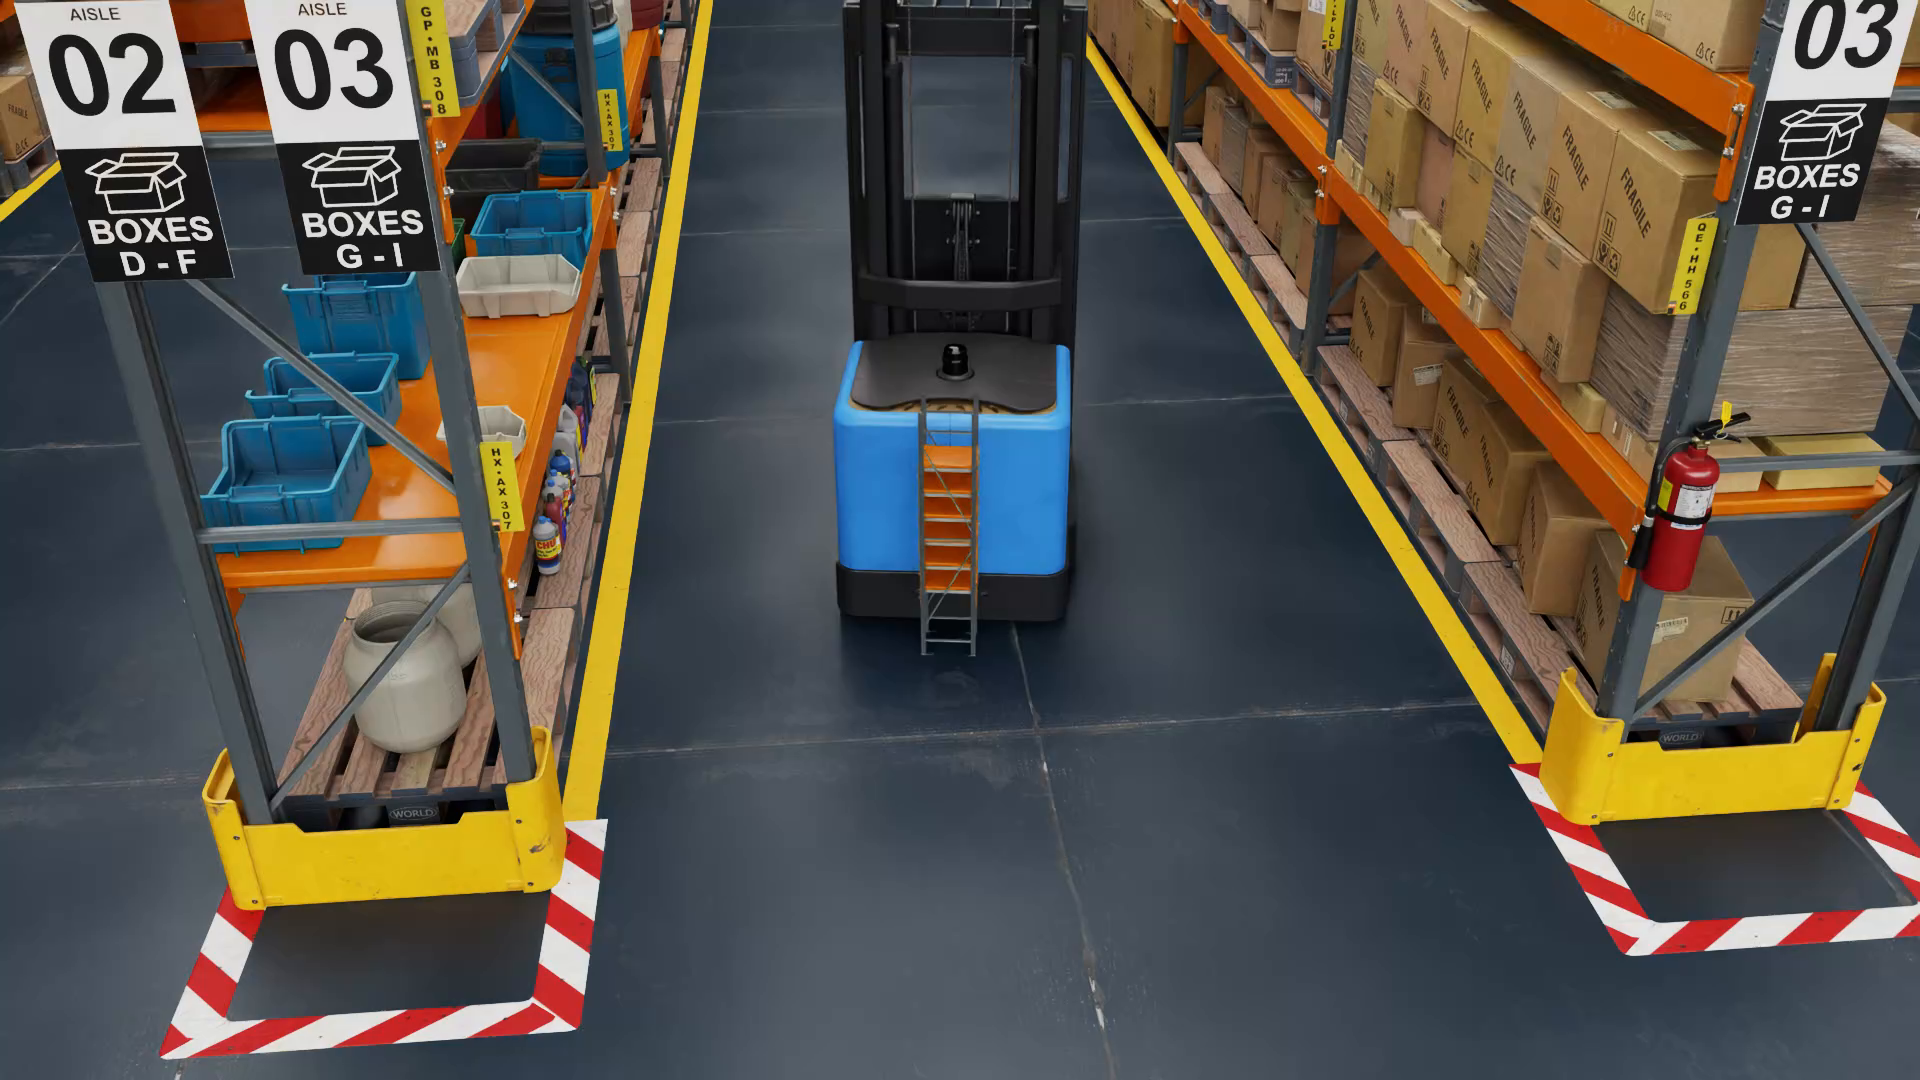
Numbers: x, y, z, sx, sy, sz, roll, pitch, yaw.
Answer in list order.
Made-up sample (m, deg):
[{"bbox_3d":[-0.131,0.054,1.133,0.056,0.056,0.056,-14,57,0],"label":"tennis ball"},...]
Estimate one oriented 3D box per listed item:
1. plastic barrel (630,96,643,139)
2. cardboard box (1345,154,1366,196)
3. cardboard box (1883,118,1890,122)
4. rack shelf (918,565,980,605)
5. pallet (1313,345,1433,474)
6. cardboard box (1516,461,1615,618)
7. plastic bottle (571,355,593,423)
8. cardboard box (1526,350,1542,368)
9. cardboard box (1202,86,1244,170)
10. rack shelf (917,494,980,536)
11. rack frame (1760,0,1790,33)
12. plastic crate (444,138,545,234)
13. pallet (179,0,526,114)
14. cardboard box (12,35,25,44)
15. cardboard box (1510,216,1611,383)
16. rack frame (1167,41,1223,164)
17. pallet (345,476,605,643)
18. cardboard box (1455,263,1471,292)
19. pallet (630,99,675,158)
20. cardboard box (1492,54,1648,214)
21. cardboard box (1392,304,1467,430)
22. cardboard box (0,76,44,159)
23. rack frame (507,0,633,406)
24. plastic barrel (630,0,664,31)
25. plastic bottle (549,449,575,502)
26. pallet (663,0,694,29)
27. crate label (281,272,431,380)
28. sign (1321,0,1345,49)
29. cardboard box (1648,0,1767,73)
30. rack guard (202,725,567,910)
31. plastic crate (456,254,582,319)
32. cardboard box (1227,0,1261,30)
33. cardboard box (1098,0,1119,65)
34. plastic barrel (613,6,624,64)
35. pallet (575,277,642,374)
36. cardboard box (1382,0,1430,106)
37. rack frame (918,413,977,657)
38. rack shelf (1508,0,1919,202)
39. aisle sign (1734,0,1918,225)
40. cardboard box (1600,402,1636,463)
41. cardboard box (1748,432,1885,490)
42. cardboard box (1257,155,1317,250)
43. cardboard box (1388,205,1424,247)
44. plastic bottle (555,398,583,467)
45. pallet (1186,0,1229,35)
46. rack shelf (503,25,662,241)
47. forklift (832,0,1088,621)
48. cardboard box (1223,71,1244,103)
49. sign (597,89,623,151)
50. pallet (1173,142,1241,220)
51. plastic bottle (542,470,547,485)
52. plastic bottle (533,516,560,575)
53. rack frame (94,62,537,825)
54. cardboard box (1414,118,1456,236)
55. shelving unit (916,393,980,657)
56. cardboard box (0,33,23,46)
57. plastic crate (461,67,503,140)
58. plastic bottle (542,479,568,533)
[{"bbox_3d":[-2.827,-3.608,13.072,0.600,0.830,0.708,-3,31,-5],"label":"plastic barrel"},{"bbox_3d":[2.272,-1.945,8.826,0.380,0.149,0.250,-3,31,-5],"label":"cardboard box"},{"bbox_3d":[3.095,-1.413,6.327,0.500,0.500,0.500,-3,31,-5],"label":"cardboard box"},{"bbox_3d":[-0.047,0.199,7.302,0.258,0.103,0.180,2,31,3],"label":"rack shelf"},{"bbox_3d":[2.639,-0.767,9.328,1.003,0.211,1.213,-3,31,-5],"label":"pallet"},{"bbox_3d":[2.783,0.006,7.342,0.500,0.500,0.500,5,31,8],"label":"cardboard box"},{"bbox_3d":[-2.043,-0.805,8.826,0.144,0.351,0.185,-4,31,-6],"label":"plastic bottle"},{"bbox_3d":[2.595,-0.802,6.912,0.380,0.149,0.250,-3,31,-5],"label":"cardboard box"},{"bbox_3d":[2.250,-3.122,12.561,0.700,0.500,0.500,-4,31,-7],"label":"cardboard box"},{"bbox_3d":[-0.047,-0.111,7.118,0.258,0.103,0.180,2,31,3],"label":"rack shelf"},{"bbox_3d":[2.915,-2.839,4.227,1.000,3.000,0.127,-3,31,-5],"label":"rack frame"},{"bbox_3d":[-2.468,-1.768,8.346,0.767,0.338,0.504,-3,31,-5],"label":"plastic crate"},{"bbox_3d":[-1.997,-1.660,5.362,1.003,0.211,1.213,-3,31,-5],"label":"pallet"},{"bbox_3d":[-7.605,-4.026,14.074,0.500,0.500,0.500,-4,31,-6],"label":"cardboard box"},{"bbox_3d":[2.724,-0.966,6.554,0.875,0.500,0.500,-3,31,-5],"label":"cardboard box"},{"bbox_3d":[2.167,-4.348,12.604,1.000,3.000,0.127,-3,31,-5],"label":"rack frame"},{"bbox_3d":[-2.252,0.098,7.880,1.003,0.211,1.213,-3,31,-5],"label":"pallet"},{"bbox_3d":[2.483,-1.183,7.550,0.380,0.149,0.250,-3,31,-5],"label":"cardboard box"},{"bbox_3d":[-2.879,-3.314,13.592,1.003,0.211,1.213,-3,31,-5],"label":"pallet"},{"bbox_3d":[2.520,-1.642,6.712,0.500,0.500,0.500,-3,31,-5],"label":"cardboard box"},{"bbox_3d":[2.599,-0.914,8.884,0.500,0.500,0.500,7,32,11],"label":"cardboard box"},{"bbox_3d":[-7.454,-3.237,12.752,0.500,0.500,0.500,-1,31,-2],"label":"cardboard box"},{"bbox_3d":[-2.390,-2.068,8.787,1.000,3.000,0.127,-3,31,-5],"label":"rack frame"},{"bbox_3d":[-2.419,-3.946,11.799,0.600,0.536,0.708,-3,31,-5],"label":"plastic barrel"},{"bbox_3d":[-1.936,-0.314,8.081,0.097,0.271,0.097,0,31,0],"label":"plastic bottle"},{"bbox_3d":[-3.245,-5.329,16.966,1.003,0.211,1.213,-3,31,-5],"label":"pallet"},{"bbox_3d":[-2.458,-0.968,6.911,0.502,0.435,0.616,-3,31,-5],"label":"crate label"},{"bbox_3d":[1.989,-2.774,8.840,0.100,0.325,0.005,-3,31,-5],"label":"sign"},{"bbox_3d":[2.617,-1.721,5.427,0.500,0.250,0.500,-2,31,-3],"label":"cardboard box"},{"bbox_3d":[-2.071,1.011,6.070,1.175,0.500,0.348,-3,31,-5],"label":"rack guard"},{"bbox_3d":[-1.987,-1.138,7.487,0.530,0.136,0.437,-3,31,-5],"label":"plastic crate"},{"bbox_3d":[2.095,-3.597,11.083,0.500,0.250,0.500,-4,31,-6],"label":"cardboard box"},{"bbox_3d":[1.957,-4.876,15.151,1.225,0.875,0.875,-4,31,-6],"label":"cardboard box"},{"bbox_3d":[-2.370,-3.221,10.585,0.433,0.535,0.433,0,31,0],"label":"plastic barrel"},{"bbox_3d":[-2.502,-1.270,10.170,1.003,0.211,1.213,-3,31,-5],"label":"pallet"},{"bbox_3d":[2.378,-2.408,7.994,0.500,0.500,0.500,-3,31,-5],"label":"cardboard box"},{"bbox_3d":[-0.052,0.001,7.078,0.240,1.200,0.006,2,31,3],"label":"rack frame"},{"bbox_3d":[2.728,-2.263,6.890,1.077,0.370,4.000,-3,31,-5],"label":"rack shelf"},{"bbox_3d":[2.622,-1.333,5.022,0.394,0.787,0.004,-3,31,-5],"label":"aisle sign"},{"bbox_3d":[2.660,-0.419,6.271,0.380,0.149,0.250,-3,31,-5],"label":"cardboard box"},{"bbox_3d":[3.125,-0.312,6.093,0.380,0.149,0.250,-3,31,-5],"label":"cardboard box"},{"bbox_3d":[2.426,-2.266,11.127,0.700,0.500,0.500,-5,31,-9],"label":"cardboard box"},{"bbox_3d":[2.338,-1.562,8.185,0.380,0.149,0.250,-3,31,-5],"label":"cardboard box"},{"bbox_3d":[-1.995,-0.542,8.386,0.144,0.351,0.185,-3,31,-5],"label":"plastic bottle"},{"bbox_3d":[2.340,-3.907,12.052,1.213,0.211,1.003,-3,31,-5],"label":"pallet"},{"bbox_3d":[-2.577,-2.780,10.681,1.077,0.370,4.000,-3,31,-5],"label":"rack shelf"},{"bbox_3d":[0.036,-1.616,8.097,1.130,2.935,3.031,2,31,3],"label":"forklift"},{"bbox_3d":[2.260,-3.445,12.369,0.500,0.250,0.500,-2,31,-3],"label":"cardboard box"},{"bbox_3d":[-1.842,-2.208,8.751,0.100,0.325,0.005,-3,31,-5],"label":"sign"},{"bbox_3d":[2.239,-2.751,12.651,1.003,0.211,1.213,-3,31,-5],"label":"pallet"},{"bbox_3d":[-2.090,-0.424,8.255,0.061,0.283,0.133,-3,31,-5],"label":"plastic bottle"},{"bbox_3d":[-1.876,0.016,7.530,0.097,0.271,0.097,0,31,0],"label":"plastic bottle"},{"bbox_3d":[-2.017,-0.026,5.368,1.000,3.000,0.127,-3,31,-5],"label":"rack frame"},{"bbox_3d":[2.680,-1.736,7.844,0.875,0.500,0.500,-3,31,-5],"label":"cardboard box"},{"bbox_3d":[-0.047,-0.046,7.156,0.258,1.200,0.189,2,31,3],"label":"shelving unit"},{"bbox_3d":[-8.121,-3.989,14.011,0.500,0.500,0.500,-4,31,-6],"label":"cardboard box"},{"bbox_3d":[-2.740,-2.328,9.160,0.402,0.464,0.583,-3,31,-5],"label":"plastic crate"},{"bbox_3d":[-1.908,-0.159,7.823,0.097,0.271,0.097,0,31,0],"label":"plastic bottle"}]
